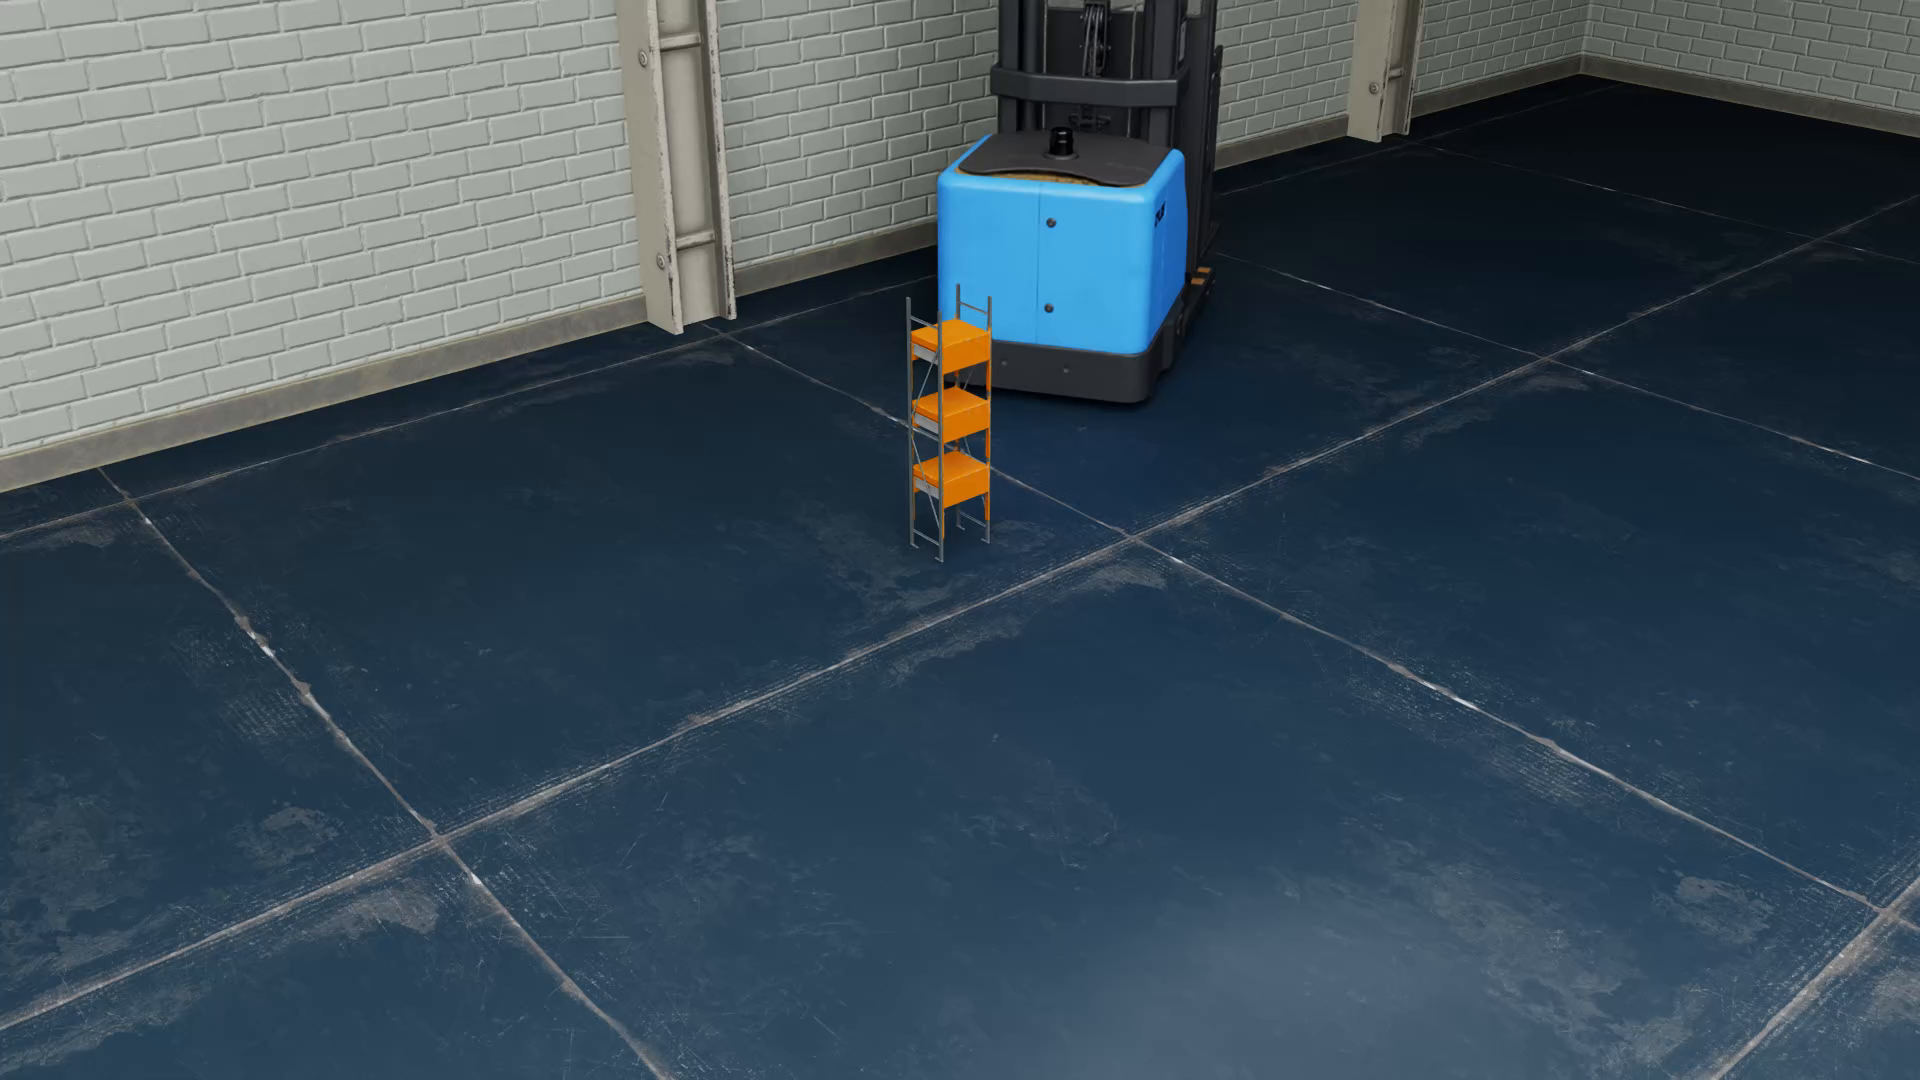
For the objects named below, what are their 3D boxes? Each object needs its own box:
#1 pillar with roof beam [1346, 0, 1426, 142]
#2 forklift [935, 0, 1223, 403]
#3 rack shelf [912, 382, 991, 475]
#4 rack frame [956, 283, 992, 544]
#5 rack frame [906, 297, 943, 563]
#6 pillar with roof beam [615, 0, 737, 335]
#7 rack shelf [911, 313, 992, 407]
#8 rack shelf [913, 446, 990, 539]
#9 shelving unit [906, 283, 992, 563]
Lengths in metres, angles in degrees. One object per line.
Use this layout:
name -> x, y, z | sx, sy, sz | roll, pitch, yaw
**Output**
pillar with roof beam -> 5.905, -5.459, 7.418 | 0.400, 9.000, 9.100 | -22, 35, -35
forklift -> 0.801, -2.613, 8.530 | 1.130, 2.935, 3.031 | 8, 29, 15
rack shelf -> -0.041, -0.437, 6.477 | 0.240, 0.259, 0.215 | -22, 35, -35
rack frame -> 0.052, -0.484, 6.542 | 0.008, 1.050, 0.200 | -22, 35, -35
rack frame -> -0.133, -0.409, 6.402 | 0.008, 1.050, 0.200 | -22, 35, -35
pillar with roof beam -> 1.341, -3.624, 3.983 | 0.400, 9.000, 9.100 | -22, 35, -35
rack shelf -> -0.041, -0.688, 6.343 | 0.240, 0.259, 0.215 | -22, 35, -35
rack shelf -> -0.041, -0.192, 6.608 | 0.240, 0.259, 0.215 | -22, 35, -35
shelving unit -> -0.041, -0.447, 6.472 | 0.252, 1.050, 0.215 | -22, 35, -35
